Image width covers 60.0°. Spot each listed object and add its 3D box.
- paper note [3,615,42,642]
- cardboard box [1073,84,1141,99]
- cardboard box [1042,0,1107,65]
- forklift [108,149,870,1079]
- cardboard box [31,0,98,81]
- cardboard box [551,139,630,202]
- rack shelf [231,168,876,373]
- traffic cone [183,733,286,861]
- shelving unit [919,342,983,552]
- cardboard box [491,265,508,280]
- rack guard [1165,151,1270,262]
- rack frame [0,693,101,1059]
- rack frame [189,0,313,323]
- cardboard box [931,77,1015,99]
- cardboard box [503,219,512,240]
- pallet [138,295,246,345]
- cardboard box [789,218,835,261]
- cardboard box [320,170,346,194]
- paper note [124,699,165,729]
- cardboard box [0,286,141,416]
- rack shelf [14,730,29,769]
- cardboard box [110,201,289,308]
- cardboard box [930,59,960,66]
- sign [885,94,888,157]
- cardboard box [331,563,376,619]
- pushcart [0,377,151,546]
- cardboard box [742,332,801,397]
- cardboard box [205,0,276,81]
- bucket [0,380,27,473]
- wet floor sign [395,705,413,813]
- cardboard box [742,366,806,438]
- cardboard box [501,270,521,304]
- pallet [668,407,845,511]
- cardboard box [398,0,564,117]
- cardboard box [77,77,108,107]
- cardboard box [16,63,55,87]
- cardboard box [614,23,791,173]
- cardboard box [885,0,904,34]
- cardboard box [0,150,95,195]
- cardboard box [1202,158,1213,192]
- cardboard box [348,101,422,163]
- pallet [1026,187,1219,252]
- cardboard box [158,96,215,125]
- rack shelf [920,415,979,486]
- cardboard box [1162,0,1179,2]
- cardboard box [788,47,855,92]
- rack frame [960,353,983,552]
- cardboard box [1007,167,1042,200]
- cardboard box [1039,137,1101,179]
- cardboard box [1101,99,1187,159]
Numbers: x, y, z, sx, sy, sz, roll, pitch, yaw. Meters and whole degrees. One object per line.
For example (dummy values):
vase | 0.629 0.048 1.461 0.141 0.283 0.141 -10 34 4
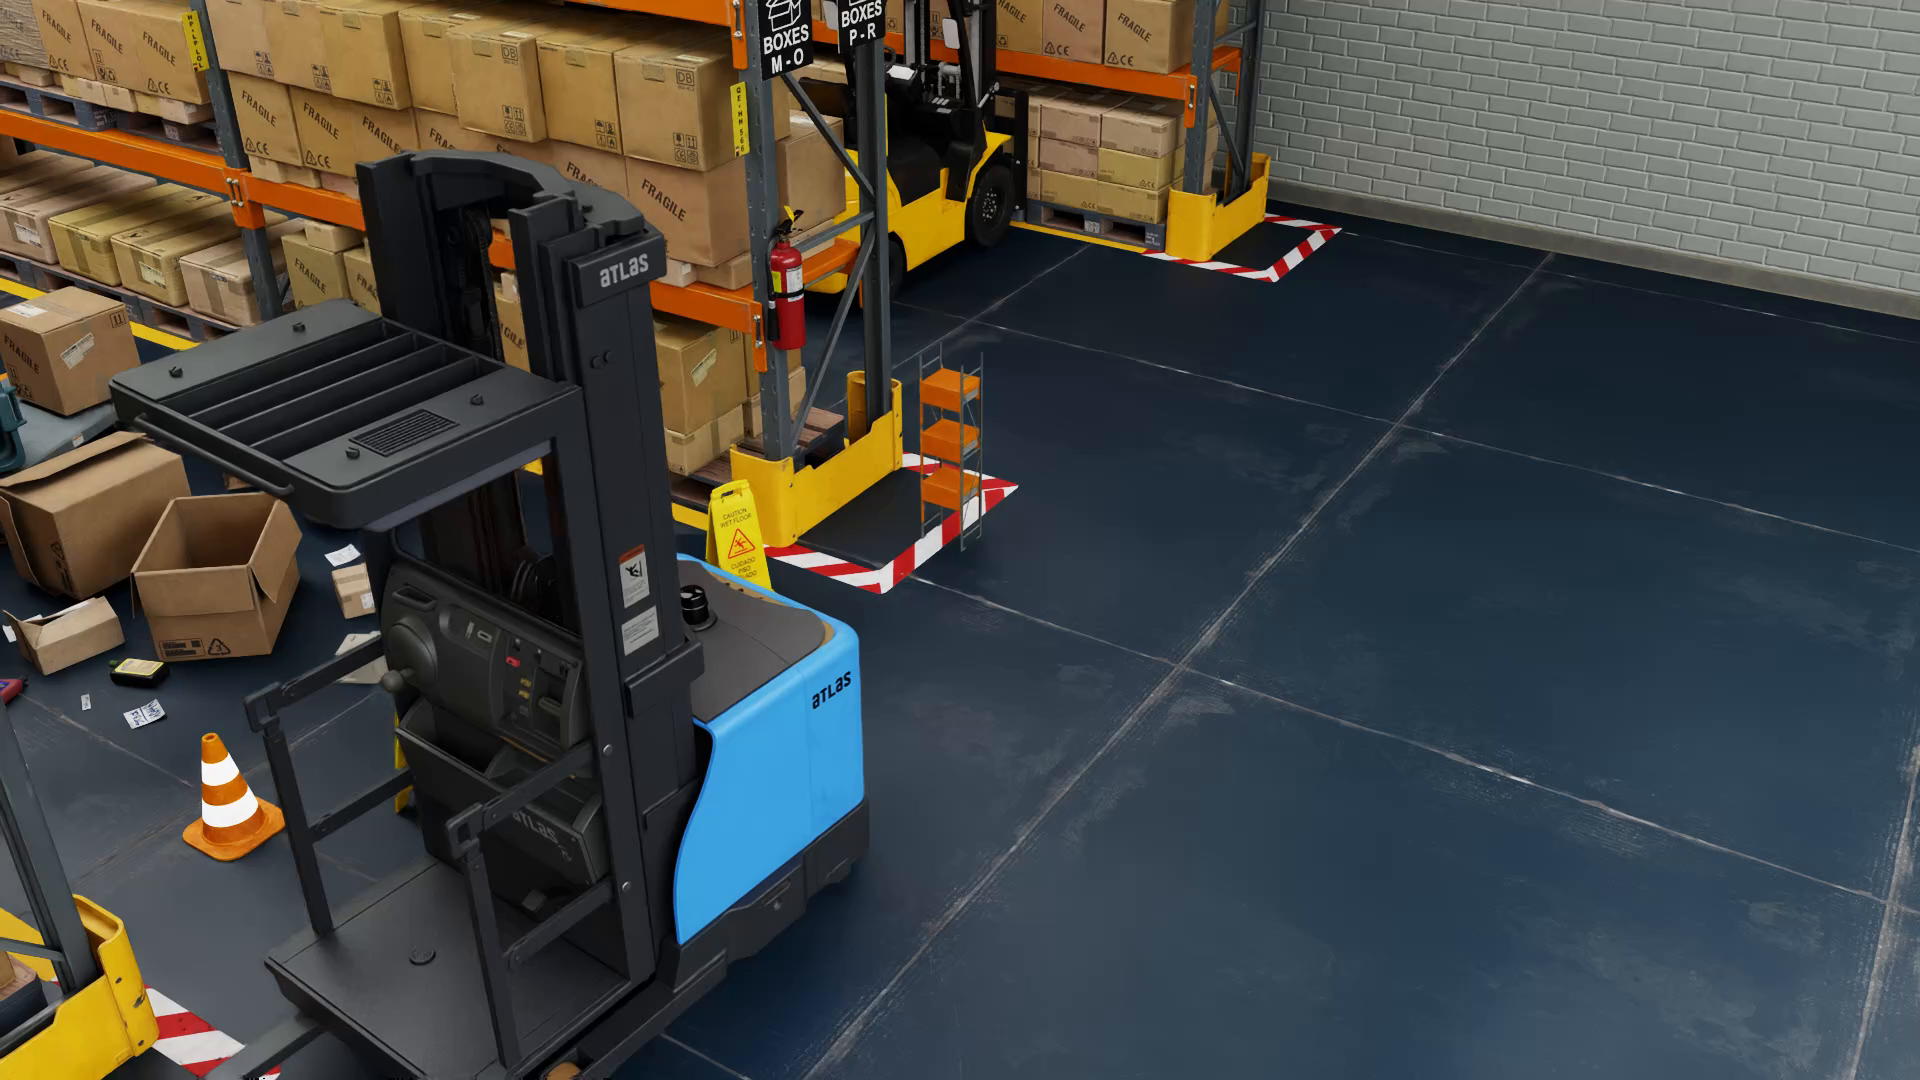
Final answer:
paper note | -4.504 0.420 8.007 0.172 0.023 0.155 -21 36 -32
cardboard box | 1.211 -3.404 12.927 0.500 0.250 0.500 18 35 27
cardboard box | 0.952 -3.842 12.260 0.500 0.500 0.500 19 35 29
forklift | -1.645 0.428 5.107 1.130 2.935 3.031 21 36 31
cardboard box | -5.449 -3.240 10.516 0.500 0.500 0.500 19 35 29
cardboard box | -1.721 -1.852 8.554 0.500 0.500 0.500 18 35 27
rack shelf | -2.387 -1.742 9.473 4.000 0.370 1.077 18 35 27
traffic cone | -2.934 0.970 6.627 0.334 0.463 0.336 18 35 27
shelving unit | -0.045 -0.468 8.510 0.252 1.050 0.215 18 35 27
cardboard box | -2.827 -1.355 9.663 0.500 0.500 0.500 20 36 30
rack guard | 1.963 -2.550 12.625 0.348 0.500 1.175 18 35 27
rack frame | -3.239 0.623 4.705 0.127 3.000 1.000 18 35 27
rack frame | -4.081 -2.588 10.210 0.127 3.000 1.000 18 35 27
cardboard box | 0.094 -3.456 13.017 0.500 0.250 0.500 17 34 26
cardboard box | -2.244 -1.730 8.988 0.250 0.149 0.380 17 34 27
pallet | -4.741 -1.592 11.269 1.213 0.211 1.003 18 35 27
cardboard box | -0.870 -1.588 8.744 0.250 0.149 0.380 18 35 28
cardboard box | -3.502 -2.155 9.716 0.250 0.149 0.380 17 34 27
paper note | -3.629 0.773 7.397 0.144 0.017 0.142 -21 36 -32
cardboard box | -5.002 -1.068 9.333 0.500 0.500 0.500 18 35 27
rack shelf | -4.933 0.398 5.805 4.000 0.370 1.077 18 35 27
cardboard box | -5.137 -1.965 11.333 0.625 0.372 0.950 20 36 30
cardboard box | -0.067 -3.813 13.630 0.500 0.250 0.500 18 35 28
sign | -0.404 -2.122 8.552 0.005 0.325 0.100 18 35 27
cardboard box | -2.876 0.226 8.215 0.380 0.149 0.250 -15 33 -24
pushcart | -5.250 -0.469 9.180 0.936 0.377 1.648 6 31 10
cardboard box | -1.249 -1.175 9.354 0.500 0.500 0.500 16 34 26
cardboard box | -3.823 -2.981 9.497 0.500 0.500 0.700 17 34 27
bucket | -5.286 -0.639 8.608 0.726 0.611 0.620 -21 26 -32
wet floor sign | -2.162 0.803 6.734 0.232 0.644 0.267 12 32 19
cardboard box | -1.229 -0.845 9.533 0.500 0.250 0.500 17 34 27
cardboard box | -2.290 -1.428 9.144 0.250 0.149 0.380 19 35 29
pallet | -1.426 -0.565 9.510 1.213 0.211 1.003 18 35 27
cardboard box | -2.502 -2.588 8.823 0.500 0.500 0.700 17 34 27
cardboard box | -5.332 -2.880 10.542 0.250 0.149 0.380 18 35 28
cardboard box | -5.949 -3.113 10.941 0.250 0.149 0.380 19 35 29
cardboard box | -1.242 -2.164 8.096 0.500 0.500 0.700 17 34 26
cardboard box | -0.329 -4.253 12.964 0.500 0.500 0.500 17 34 27
cardboard box | -6.995 -2.551 12.336 0.625 0.372 0.950 15 34 24
cardboard box | 1.631 -2.845 12.962 0.500 0.250 0.500 18 35 28
cardboard box | -3.000 -2.258 9.250 0.500 0.500 0.500 17 34 27
pallet | 1.273 -2.619 13.029 1.213 0.211 1.003 18 35 27
cardboard box | -4.663 -2.681 10.202 0.250 0.149 0.380 18 35 28
rack shelf | -0.045 -0.459 8.515 0.240 0.259 0.215 18 35 27
cardboard box | 1.500 -3.933 11.772 0.250 0.149 0.380 18 35 28
cardboard box | -1.202 -3.870 13.726 0.500 0.250 0.500 17 34 27
rack frame | 0.058 -0.435 8.454 0.008 1.050 0.200 18 35 27
cardboard box | 0.542 -2.896 13.049 0.500 0.250 0.500 18 35 28
cardboard box | 0.945 -2.982 12.700 0.500 0.250 0.500 17 34 27
cardboard box | 1.387 -3.052 12.324 0.500 0.250 0.500 19 35 29
